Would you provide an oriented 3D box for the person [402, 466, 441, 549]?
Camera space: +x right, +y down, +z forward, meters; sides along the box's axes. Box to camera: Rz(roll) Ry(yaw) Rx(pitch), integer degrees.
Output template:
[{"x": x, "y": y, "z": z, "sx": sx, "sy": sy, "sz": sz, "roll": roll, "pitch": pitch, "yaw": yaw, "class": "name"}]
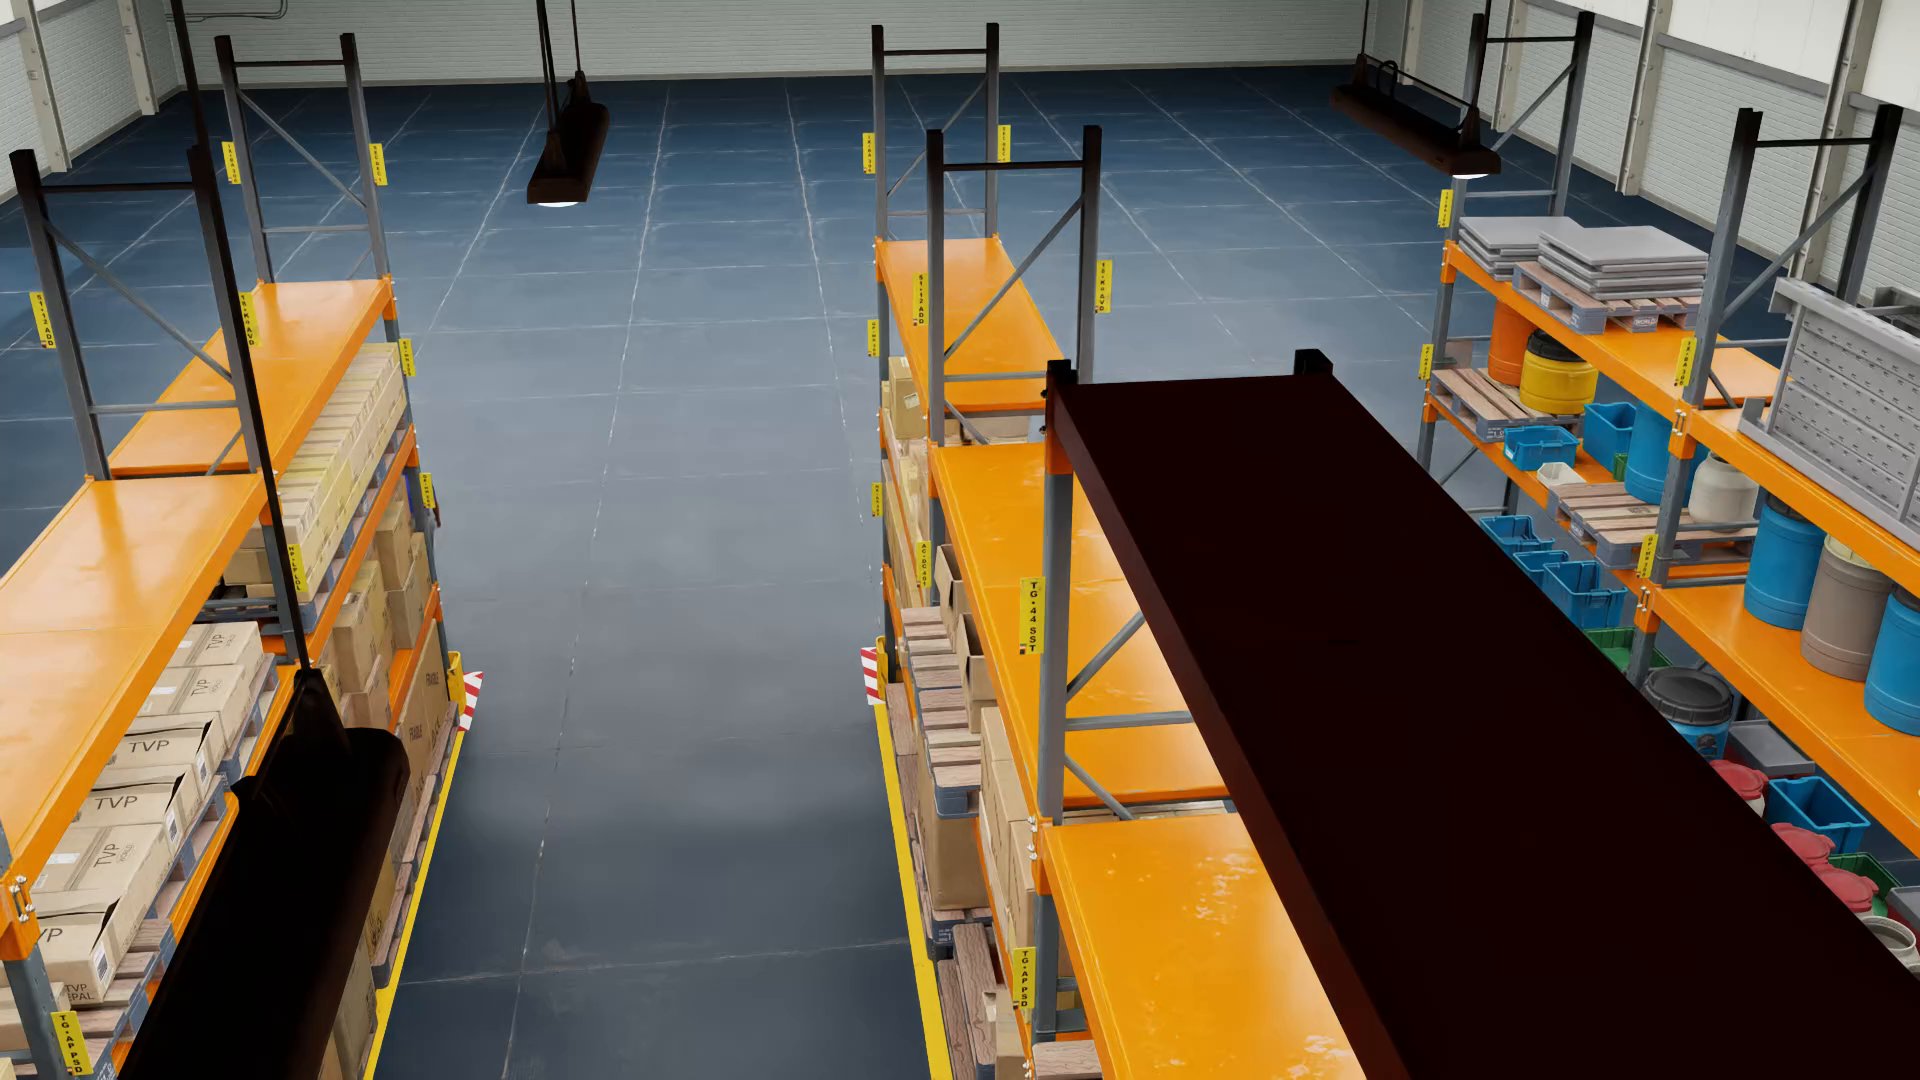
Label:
[{"x": -5.522, "y": -0.177, "z": 16.955, "sx": 0.464, "sy": 1.609, "sz": 0.992, "roll": 1, "pitch": 25, "yaw": 1, "class": "person"}]
